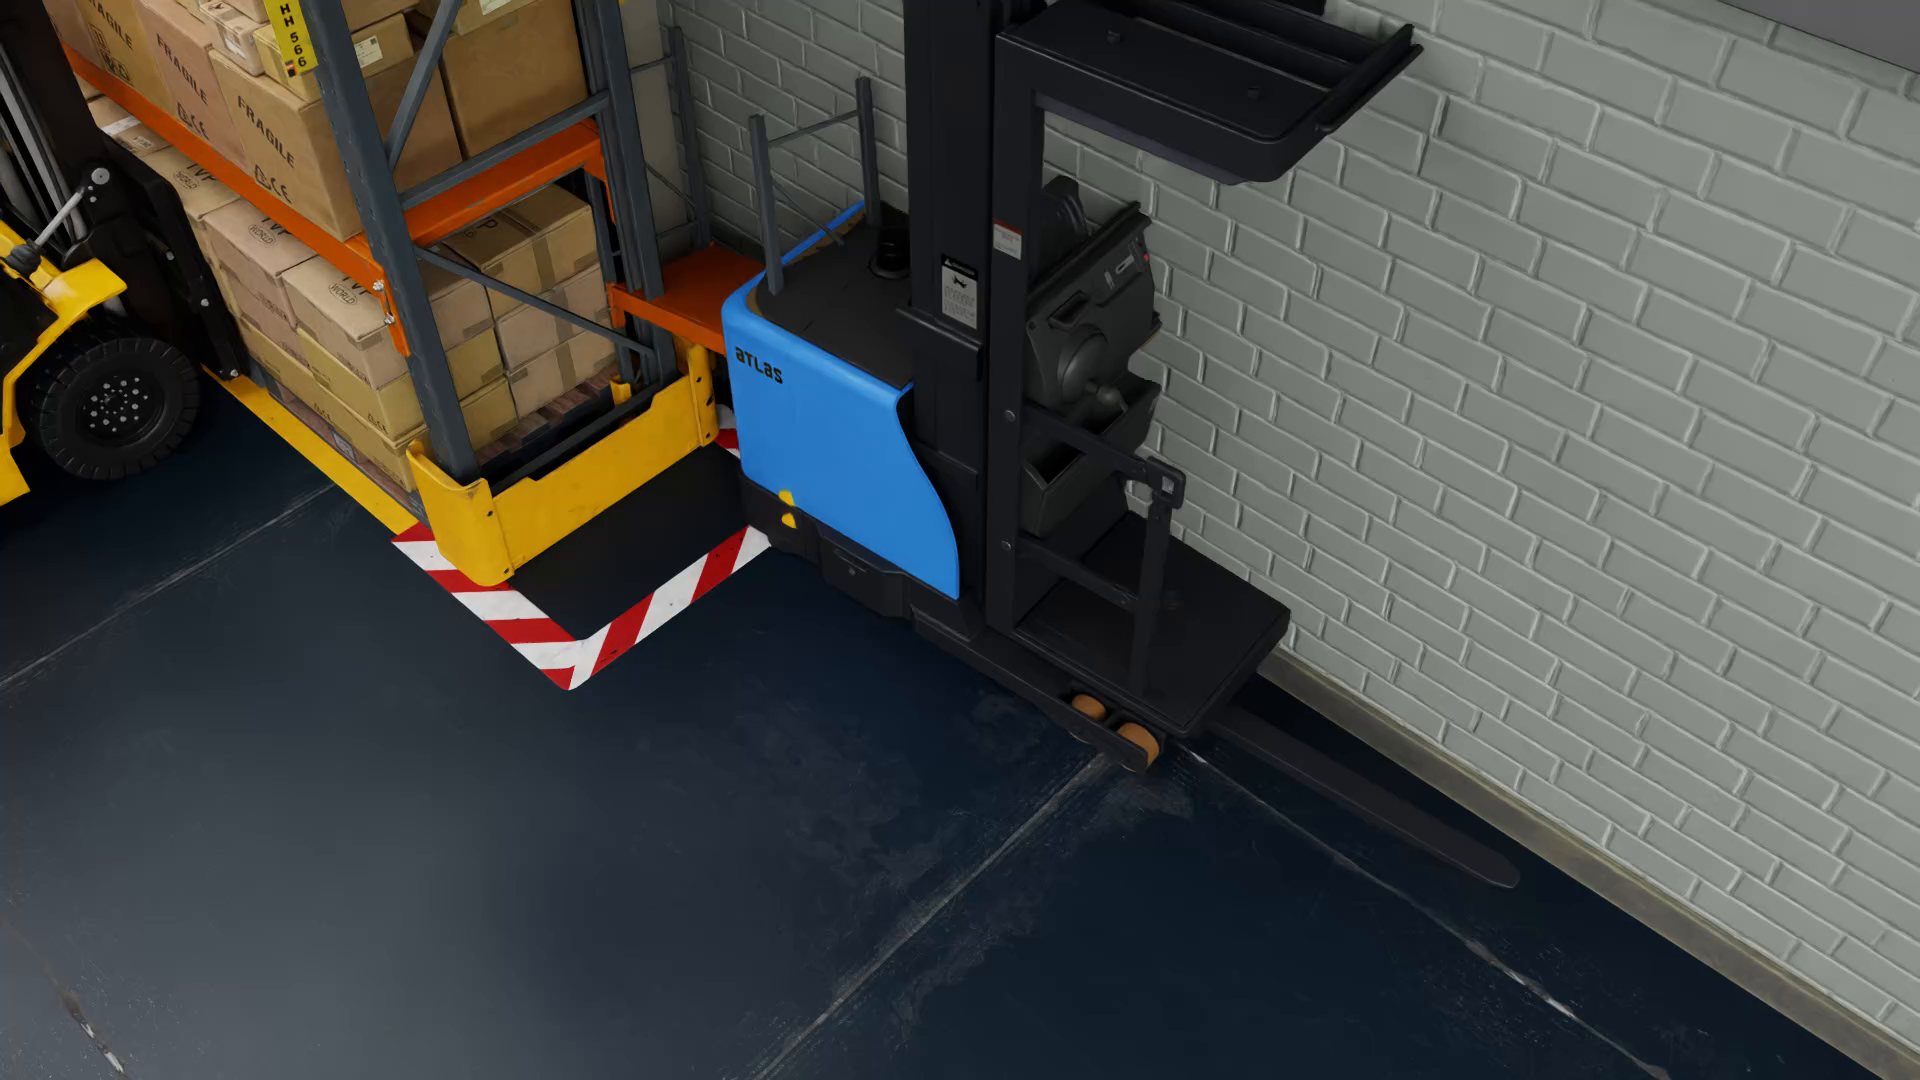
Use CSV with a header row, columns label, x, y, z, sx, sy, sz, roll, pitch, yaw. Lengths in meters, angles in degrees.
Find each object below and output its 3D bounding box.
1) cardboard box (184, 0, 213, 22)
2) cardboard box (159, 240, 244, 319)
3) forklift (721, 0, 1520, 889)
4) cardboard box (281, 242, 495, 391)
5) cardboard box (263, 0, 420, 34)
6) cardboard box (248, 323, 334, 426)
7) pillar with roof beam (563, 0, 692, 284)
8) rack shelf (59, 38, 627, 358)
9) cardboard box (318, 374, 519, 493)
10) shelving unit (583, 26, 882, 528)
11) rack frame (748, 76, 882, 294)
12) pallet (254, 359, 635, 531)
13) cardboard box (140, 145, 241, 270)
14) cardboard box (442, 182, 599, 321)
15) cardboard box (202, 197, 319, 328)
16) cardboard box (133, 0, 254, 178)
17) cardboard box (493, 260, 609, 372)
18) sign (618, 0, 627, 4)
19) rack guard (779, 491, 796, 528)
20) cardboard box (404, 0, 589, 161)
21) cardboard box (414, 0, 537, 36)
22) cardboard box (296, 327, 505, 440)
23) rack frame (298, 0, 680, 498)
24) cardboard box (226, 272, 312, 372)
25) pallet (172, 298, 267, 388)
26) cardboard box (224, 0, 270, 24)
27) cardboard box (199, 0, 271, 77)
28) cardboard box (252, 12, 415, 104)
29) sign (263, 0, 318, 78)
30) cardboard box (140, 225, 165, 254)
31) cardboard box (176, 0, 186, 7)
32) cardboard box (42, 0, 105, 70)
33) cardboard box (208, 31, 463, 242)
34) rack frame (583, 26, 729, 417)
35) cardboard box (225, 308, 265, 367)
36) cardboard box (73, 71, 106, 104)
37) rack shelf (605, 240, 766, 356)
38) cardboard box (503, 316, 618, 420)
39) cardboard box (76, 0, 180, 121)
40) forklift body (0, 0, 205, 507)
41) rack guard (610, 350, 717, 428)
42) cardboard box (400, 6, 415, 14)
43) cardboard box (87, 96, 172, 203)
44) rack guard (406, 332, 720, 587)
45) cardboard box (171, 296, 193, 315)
label,x,y,z,sx,sy,sz,roll,pitch,yaw
cardboard box,-2.278,-1.794,5.364,0.250,0.149,0.380,35,56,28
cardboard box,-2.800,-1.190,6.565,0.500,0.250,0.500,33,55,27
forklift,0.659,-0.677,4.875,3.031,2.935,1.130,29,53,25
cardboard box,-2.026,-0.851,5.903,0.500,0.250,0.500,36,56,29
cardboard box,-1.882,-1.667,5.040,0.250,0.149,0.380,34,55,28
cardboard box,-2.394,-0.762,6.506,0.500,0.250,0.500,34,55,28
pillar with roof beam,-4.296,-1.820,1.786,0.400,9.000,9.100,34,55,28
rack shelf,-2.945,-1.988,6.552,4.000,0.370,1.077,34,55,28
cardboard box,-2.035,-0.511,6.270,0.500,0.250,0.500,34,56,28
shelving unit,-0.813,-0.979,6.072,1.083,1.500,0.587,26,43,37
rack frame,-0.443,-0.798,5.759,0.032,1.500,0.500,26,43,37
pallet,-2.066,-0.646,6.712,1.213,0.211,1.003,34,55,28
cardboard box,-2.782,-1.344,6.367,0.500,0.250,0.500,35,56,28
cardboard box,-1.700,-1.129,6.165,0.500,0.250,0.500,33,55,27
cardboard box,-2.405,-1.100,6.137,0.500,0.250,0.500,35,56,28
cardboard box,-2.390,-1.644,5.667,0.500,0.500,0.500,36,56,29
cardboard box,-1.680,-0.963,6.351,0.500,0.250,0.500,35,56,28
sign,-1.095,-1.863,5.294,0.005,0.325,0.100,34,55,28
rack guard,-0.426,-0.281,6.111,0.087,0.250,0.587,26,43,37
cardboard box,-1.651,-1.673,5.695,0.500,0.500,0.500,36,56,29
cardboard box,-1.549,-1.808,5.377,0.250,0.149,0.380,33,55,27
cardboard box,-2.045,-0.692,6.097,0.500,0.250,0.500,33,55,27
rack frame,-1.476,-1.245,5.362,0.127,3.000,1.000,34,55,28
cardboard box,-2.407,-0.946,6.336,0.500,0.250,0.500,33,55,27
pallet,-2.958,-1.250,7.278,1.213,0.211,1.003,34,55,28
cardboard box,-2.084,-1.773,5.139,0.250,0.149,0.380,34,55,28
cardboard box,-2.128,-1.633,5.212,0.250,0.149,0.380,35,56,28
cardboard box,-1.920,-1.523,5.109,0.250,0.149,0.380,35,56,28
sign,-1.854,-1.439,4.587,0.005,0.325,0.100,34,55,28
cardboard box,-3.165,-1.439,6.799,0.500,0.250,0.500,34,55,28
cardboard box,-2.452,-1.923,5.484,0.250,0.149,0.380,34,55,27
cardboard box,-3.144,-2.139,6.133,0.500,0.500,0.500,34,56,28
cardboard box,-2.015,-1.382,5.422,0.500,0.500,0.500,33,55,27
rack frame,-1.169,-1.154,6.375,0.032,1.500,0.500,26,43,37
cardboard box,-2.756,-1.014,6.743,0.500,0.250,0.500,35,56,28
cardboard box,-3.530,-1.862,6.853,0.500,0.250,0.500,36,56,29
rack shelf,-0.797,-0.825,6.165,1.000,0.185,0.538,26,43,37
cardboard box,-1.704,-0.795,6.537,0.500,0.250,0.500,34,56,28
cardboard box,-2.767,-1.897,5.905,0.500,0.500,0.500,33,55,27
forklift body,-4.106,-0.915,5.634,1.214,2.155,2.313,34,55,28
rack guard,-1.137,-0.631,6.714,0.087,0.250,0.587,26,43,37
cardboard box,-1.774,-1.896,5.459,0.250,0.149,0.380,34,55,28
cardboard box,-3.150,-1.599,6.606,0.500,0.250,0.500,33,55,27
rack guard,-1.458,-0.378,6.262,0.348,0.500,1.175,34,55,28
cardboard box,-3.153,-1.259,6.972,0.500,0.250,0.500,36,56,29
